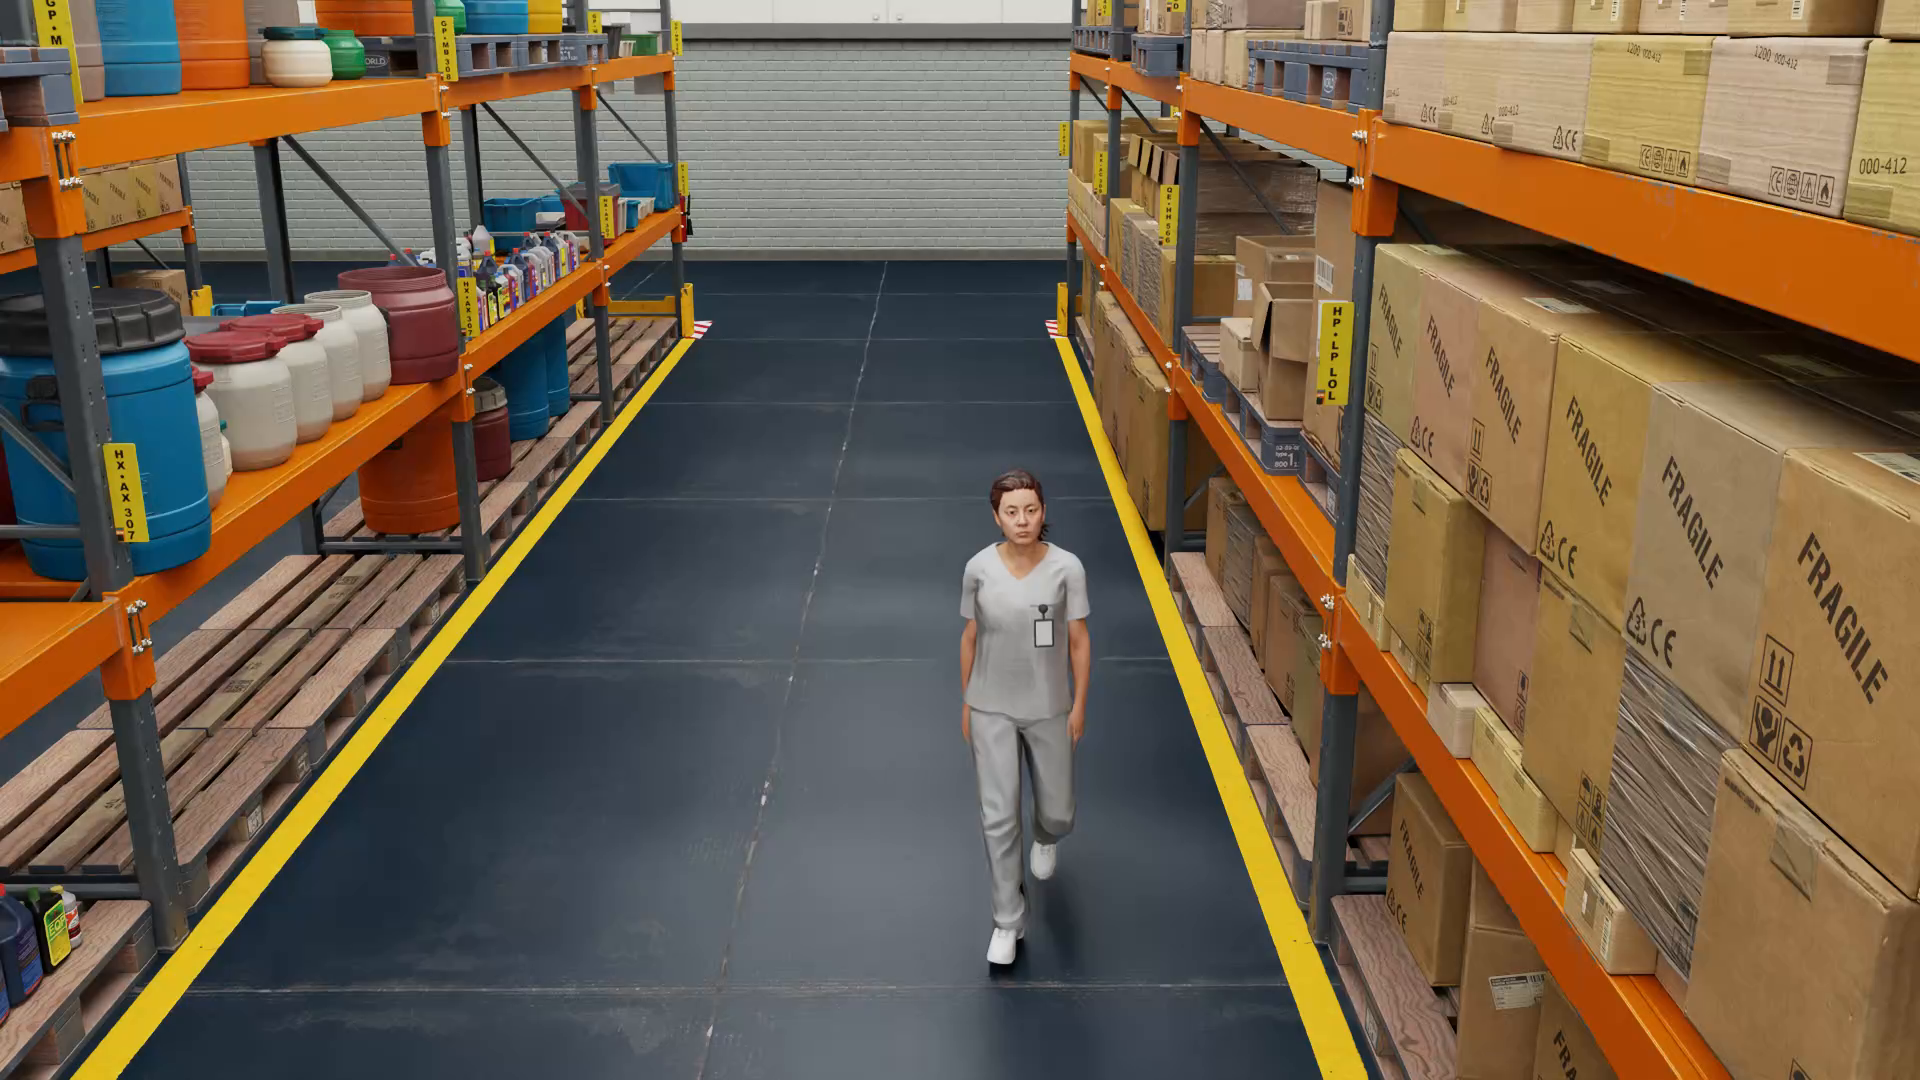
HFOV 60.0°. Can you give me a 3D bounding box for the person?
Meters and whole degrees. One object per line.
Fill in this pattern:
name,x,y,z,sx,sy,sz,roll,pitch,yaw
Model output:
person,0.219,0.561,5.699,0.449,1.644,0.734,2,17,5
